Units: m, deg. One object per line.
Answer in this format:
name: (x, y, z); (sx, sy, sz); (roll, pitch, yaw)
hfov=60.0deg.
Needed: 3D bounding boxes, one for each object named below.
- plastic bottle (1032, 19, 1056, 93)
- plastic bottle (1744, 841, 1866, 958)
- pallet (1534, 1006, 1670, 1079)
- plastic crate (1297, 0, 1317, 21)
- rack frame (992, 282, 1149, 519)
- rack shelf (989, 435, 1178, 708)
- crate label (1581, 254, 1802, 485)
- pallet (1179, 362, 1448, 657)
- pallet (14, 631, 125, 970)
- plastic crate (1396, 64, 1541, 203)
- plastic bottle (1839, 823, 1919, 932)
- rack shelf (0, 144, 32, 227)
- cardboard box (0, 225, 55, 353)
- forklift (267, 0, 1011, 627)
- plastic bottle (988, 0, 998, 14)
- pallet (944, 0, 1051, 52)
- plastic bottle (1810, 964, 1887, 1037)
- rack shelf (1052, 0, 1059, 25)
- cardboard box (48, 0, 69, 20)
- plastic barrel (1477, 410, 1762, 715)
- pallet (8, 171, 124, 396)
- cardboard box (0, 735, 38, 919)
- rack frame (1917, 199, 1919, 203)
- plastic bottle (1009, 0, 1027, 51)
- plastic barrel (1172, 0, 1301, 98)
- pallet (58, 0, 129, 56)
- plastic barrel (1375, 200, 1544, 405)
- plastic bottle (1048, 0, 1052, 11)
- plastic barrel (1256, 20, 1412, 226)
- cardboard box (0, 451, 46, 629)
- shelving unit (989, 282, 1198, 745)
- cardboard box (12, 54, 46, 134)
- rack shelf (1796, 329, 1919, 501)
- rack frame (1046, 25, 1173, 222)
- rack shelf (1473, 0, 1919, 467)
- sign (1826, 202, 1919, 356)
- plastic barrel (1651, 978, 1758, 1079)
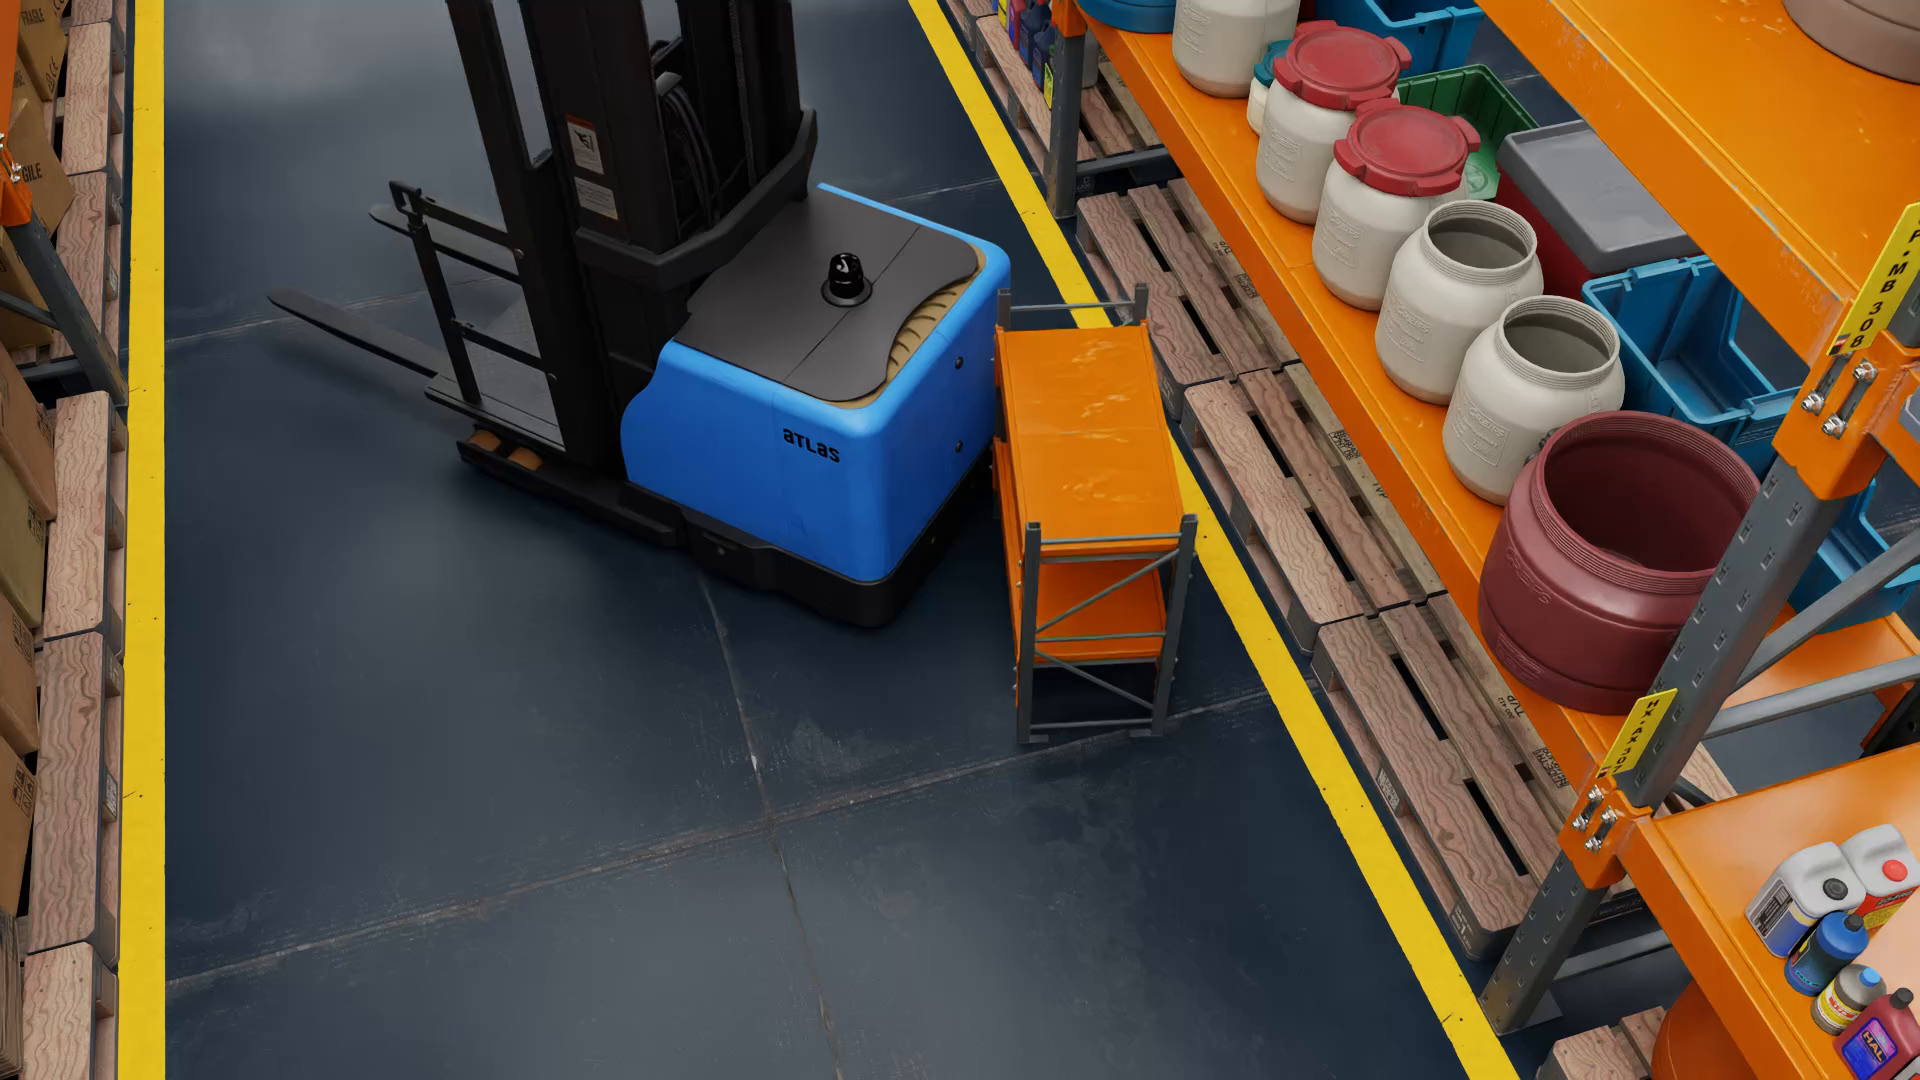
plastic bottle: (0.420, -2.245, 7.626); (0.144, 0.351, 0.185); (-15, 51, -12)
plastic bottle: (1.888, 0.798, 3.696); (0.152, 0.276, 0.135); (-13, 51, -11)
pallet: (2.342, 1.834, 4.565); (1.003, 0.211, 1.213); (-13, 51, -11)
plastic crate: (1.322, -2.288, 6.175); (0.402, 0.464, 0.583); (-13, 51, -11)
rack frame: (0.374, -0.466, 5.907); (0.500, 1.125, 0.032); (-3, 50, -2)
rack shelf: (0.408, 0.079, 5.767); (0.538, 0.278, 1.000); (-3, 50, -2)
crate label: (2.034, -0.429, 4.627); (0.502, 0.435, 0.616); (-13, 51, -11)
pallet: (1.520, -0.196, 6.277); (1.003, 0.211, 1.213); (-13, 51, -11)
pallet: (-3.249, 0.927, 5.330); (1.003, 0.211, 1.213); (-13, 51, -11)
plastic crate: (1.671, -1.276, 5.502); (0.450, 0.188, 0.662); (-13, 51, -11)
plastic bottle: (2.034, 0.764, 3.725); (0.152, 0.276, 0.135); (-13, 51, -11)
rack shelf: (-3.254, 0.260, 4.539); (1.077, 0.370, 4.000); (-13, 51, -11)
cardboard box: (-3.925, -1.063, 6.545); (0.500, 0.500, 0.500); (-15, 51, -12)
forklift: (-1.352, -1.469, 5.571); (3.031, 2.935, 1.130); (23, 54, 18)
plastic bottle: (0.224, -2.717, 8.072); (0.152, 0.276, 0.135); (-12, 51, -10)
pallet: (0.363, -3.046, 8.680); (1.003, 0.211, 1.213); (-13, 51, -11)
plastic bottle: (1.925, 0.984, 3.588); (0.097, 0.201, 0.097); (0, 50, 0)
rack shelf: (0.295, -3.781, 7.946); (1.077, 0.370, 4.000); (-13, 51, -11)
cardboard box: (-4.650, -2.795, 8.004); (0.500, 0.500, 0.500); (-2, 50, -1)
plastic barrel: (1.642, 0.055, 4.153); (0.600, 0.536, 0.708); (-13, 51, -11)
pallet: (-4.078, -1.016, 6.969); (1.003, 0.211, 1.213); (-13, 51, -11)
cardboard box: (-3.230, 0.853, 4.916); (0.700, 0.500, 0.500); (-9, 51, -8)
rack frame: (2.069, -1.564, 1.683); (1.000, 3.000, 0.127); (-13, 51, -11)
plastic bottle: (0.276, -2.473, 7.862); (0.061, 0.283, 0.133); (-10, 51, -9)
plastic barrel: (0.960, -1.848, 5.757); (0.433, 0.535, 0.433); (0, 50, 0)
pallet: (-4.799, -2.798, 8.471); (1.003, 0.211, 1.213); (-13, 51, -11)
plastic barrel: (1.436, -0.677, 4.786); (0.421, 0.512, 0.421); (0, 50, 0)
plastic bottle: (0.498, -2.413, 7.816); (0.152, 0.276, 0.135); (-13, 51, -11)
plastic barrel: (1.177, -1.312, 5.305); (0.433, 0.535, 0.433); (0, 50, 0)
cardboard box: (-3.561, 0.037, 5.604); (0.700, 0.500, 0.500); (-14, 51, -11)
shelving unit: (0.408, -0.078, 5.580); (0.538, 1.125, 1.048); (-3, 50, -2)
cardboard box: (-4.361, -1.915, 7.263); (0.500, 0.500, 0.500); (-17, 52, -14)
rack shelf: (2.661, 1.095, 1.874); (1.077, 0.370, 4.000); (-13, 51, -11)
rack frame: (0.886, -2.552, 6.440); (1.000, 3.000, 0.127); (-13, 51, -11)
rack shelf: (1.478, -1.826, 4.336); (1.077, 0.370, 4.000); (-13, 51, -11)
sign: (1.546, -0.434, 2.761); (0.100, 0.325, 0.005); (-13, 51, -11)
plastic barrel: (2.230, 1.287, 4.348); (0.600, 0.830, 0.708); (-13, 51, -11)
